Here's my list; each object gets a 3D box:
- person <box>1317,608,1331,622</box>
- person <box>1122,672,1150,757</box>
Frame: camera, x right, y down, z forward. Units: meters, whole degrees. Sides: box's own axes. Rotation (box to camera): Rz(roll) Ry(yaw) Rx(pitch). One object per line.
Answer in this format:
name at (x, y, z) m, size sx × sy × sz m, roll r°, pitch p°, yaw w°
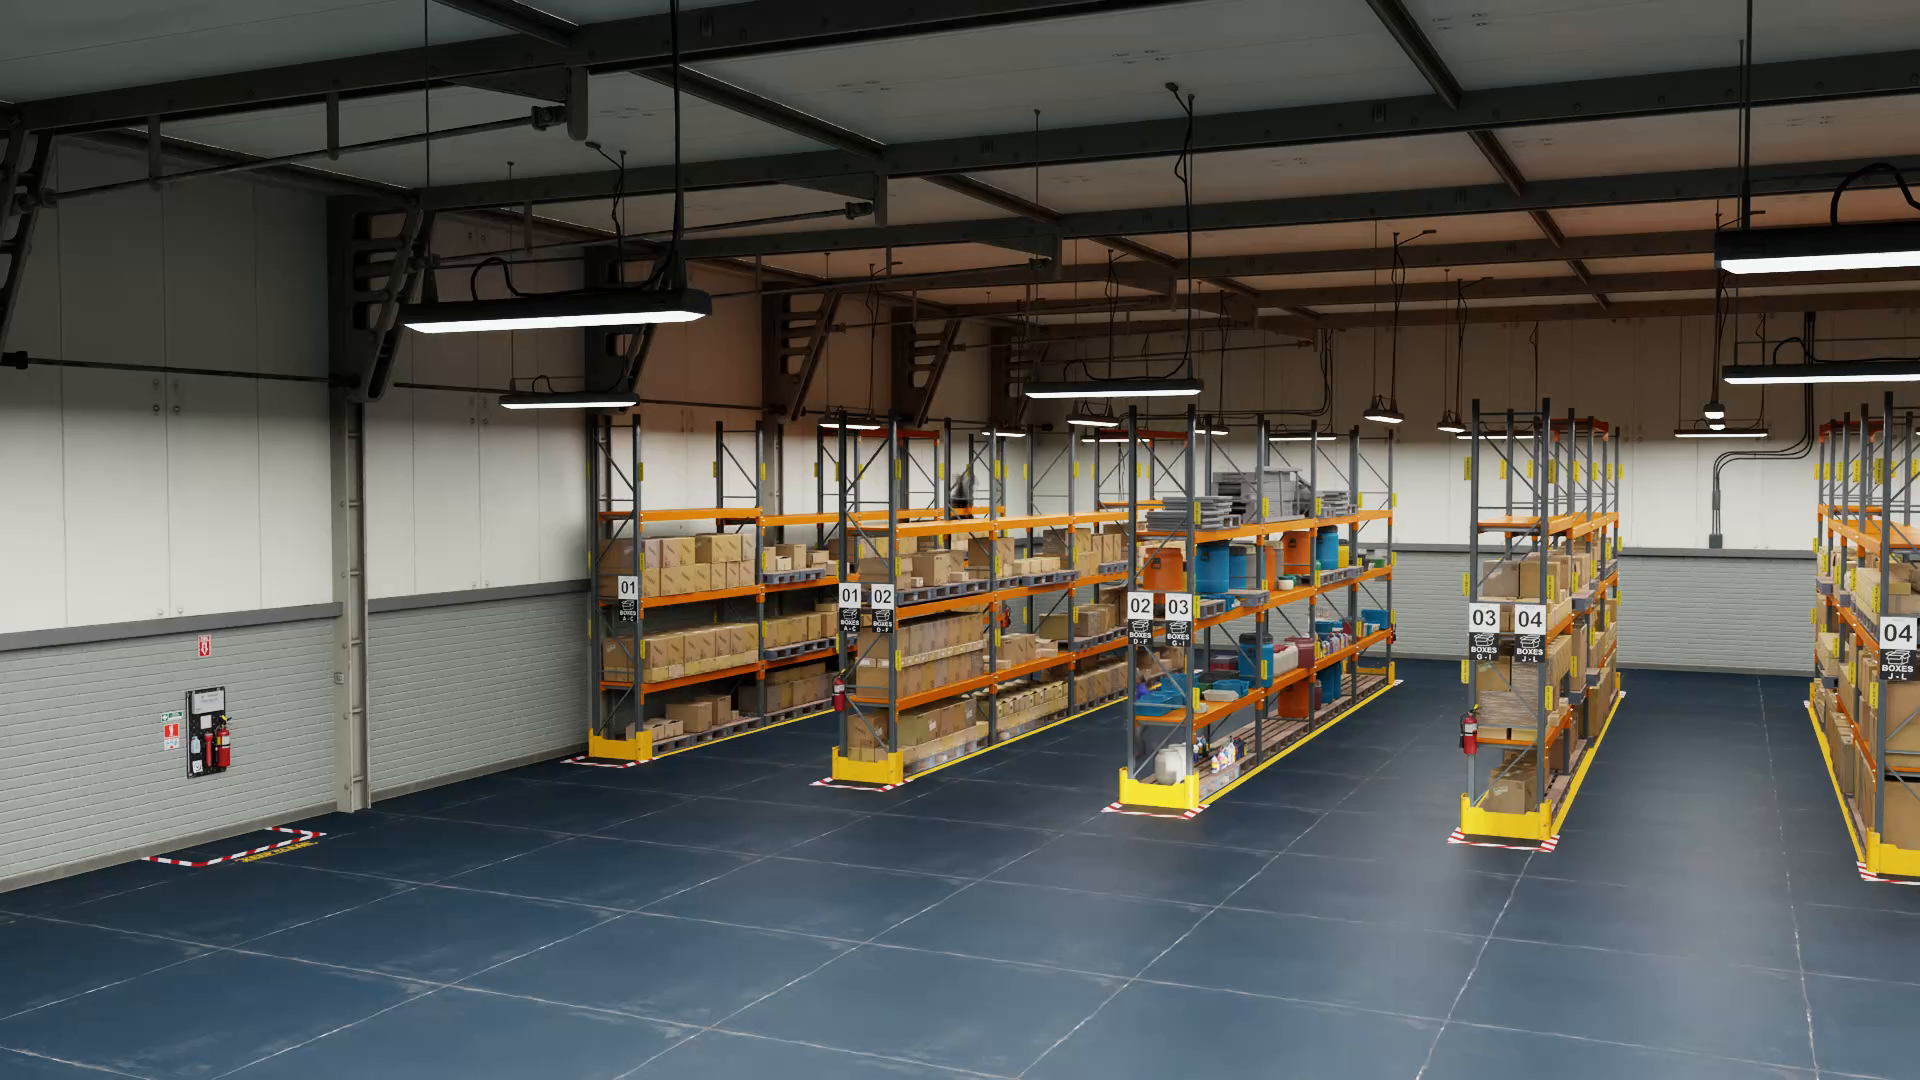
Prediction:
person at (8.899, 2.500, 40.957) m, size 0.691 × 1.627 × 0.489 m, roll -2°, pitch 3°, yaw -39°
person at (3.107, 3.048, 28.998) m, size 0.519 × 1.534 × 0.772 m, roll -1°, pitch 3°, yaw -21°
